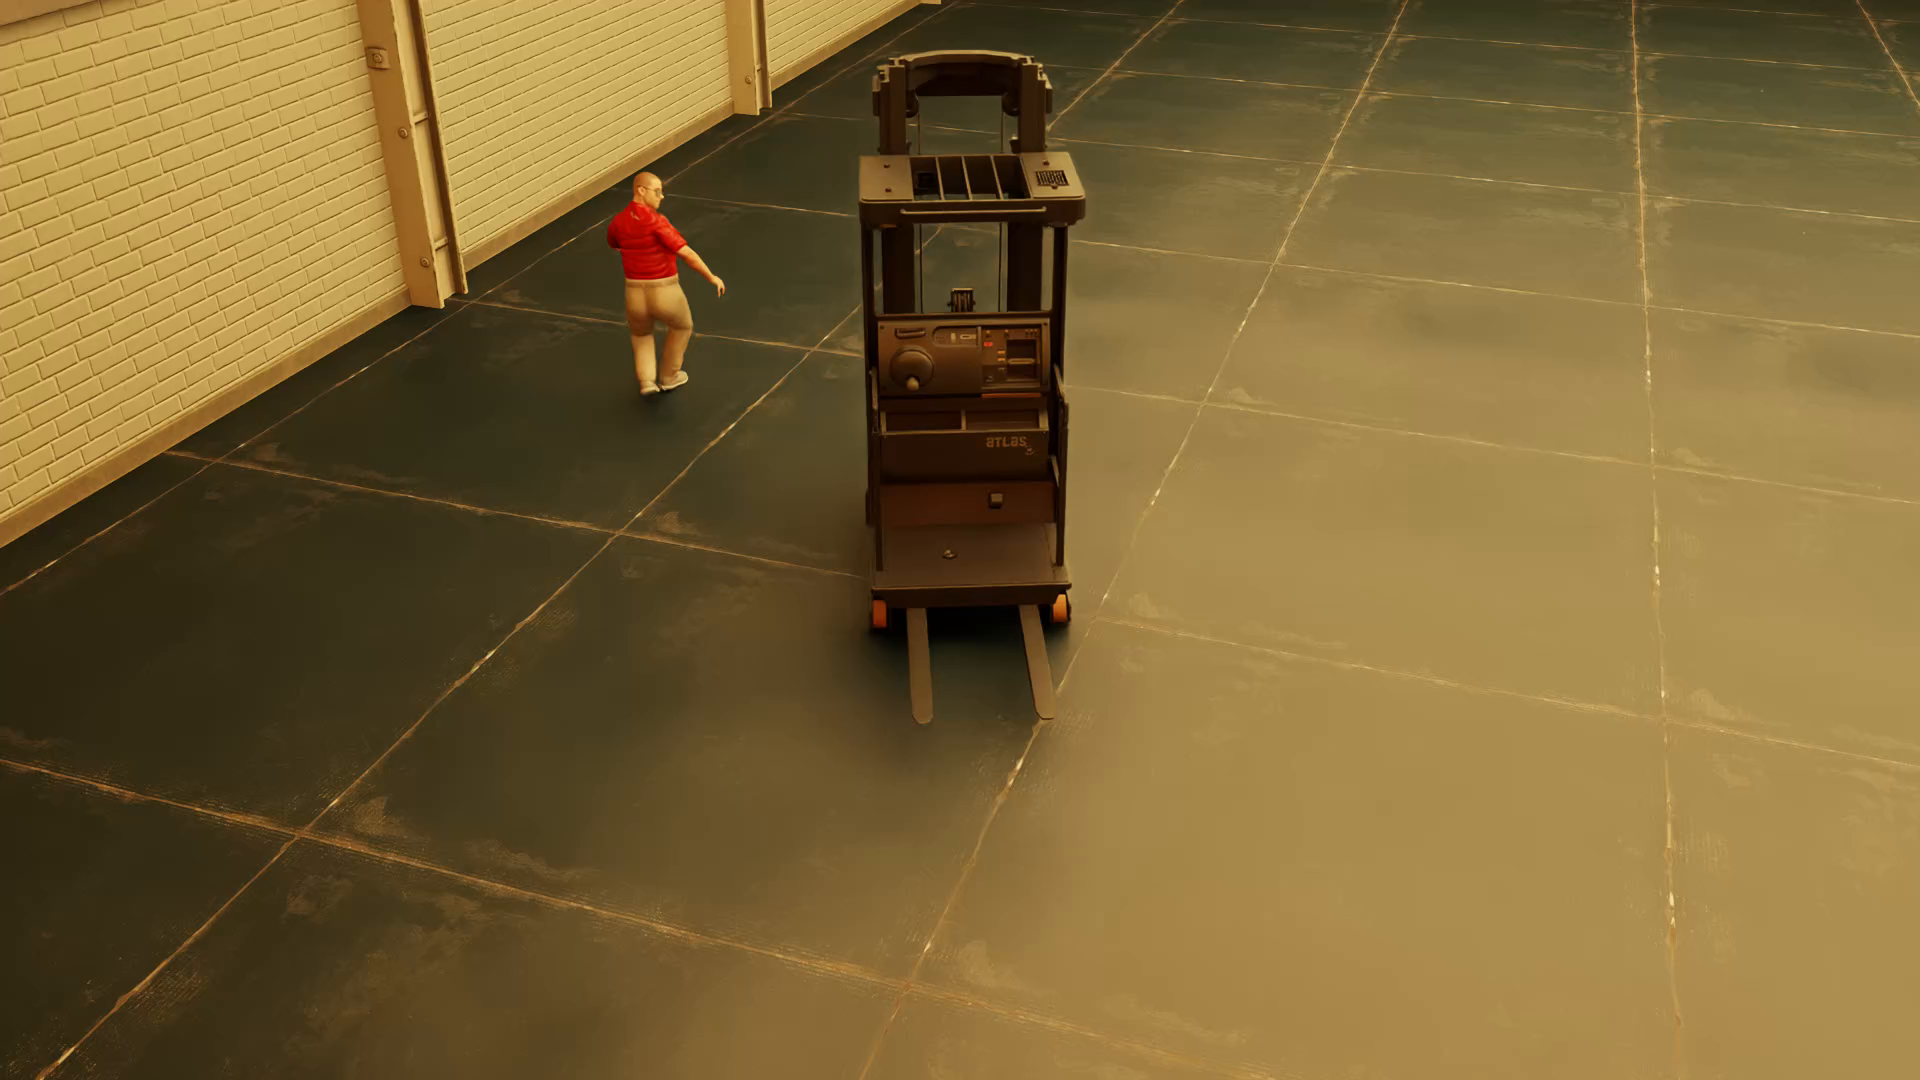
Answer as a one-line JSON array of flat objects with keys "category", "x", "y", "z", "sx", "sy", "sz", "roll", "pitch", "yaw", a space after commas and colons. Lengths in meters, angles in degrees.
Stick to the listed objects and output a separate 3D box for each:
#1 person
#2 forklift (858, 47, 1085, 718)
[{"category": "person", "x": -2.266, "y": -1.861, "z": 11.667, "sx": 0.740, "sy": 1.692, "sz": 0.510, "roll": 17, "pitch": 34, "yaw": 28}, {"category": "forklift", "x": 0.035, "y": -0.972, "z": 8.842, "sx": 1.130, "sy": 2.935, "sz": 3.031, "roll": -2, "pitch": 30, "yaw": -3}]
